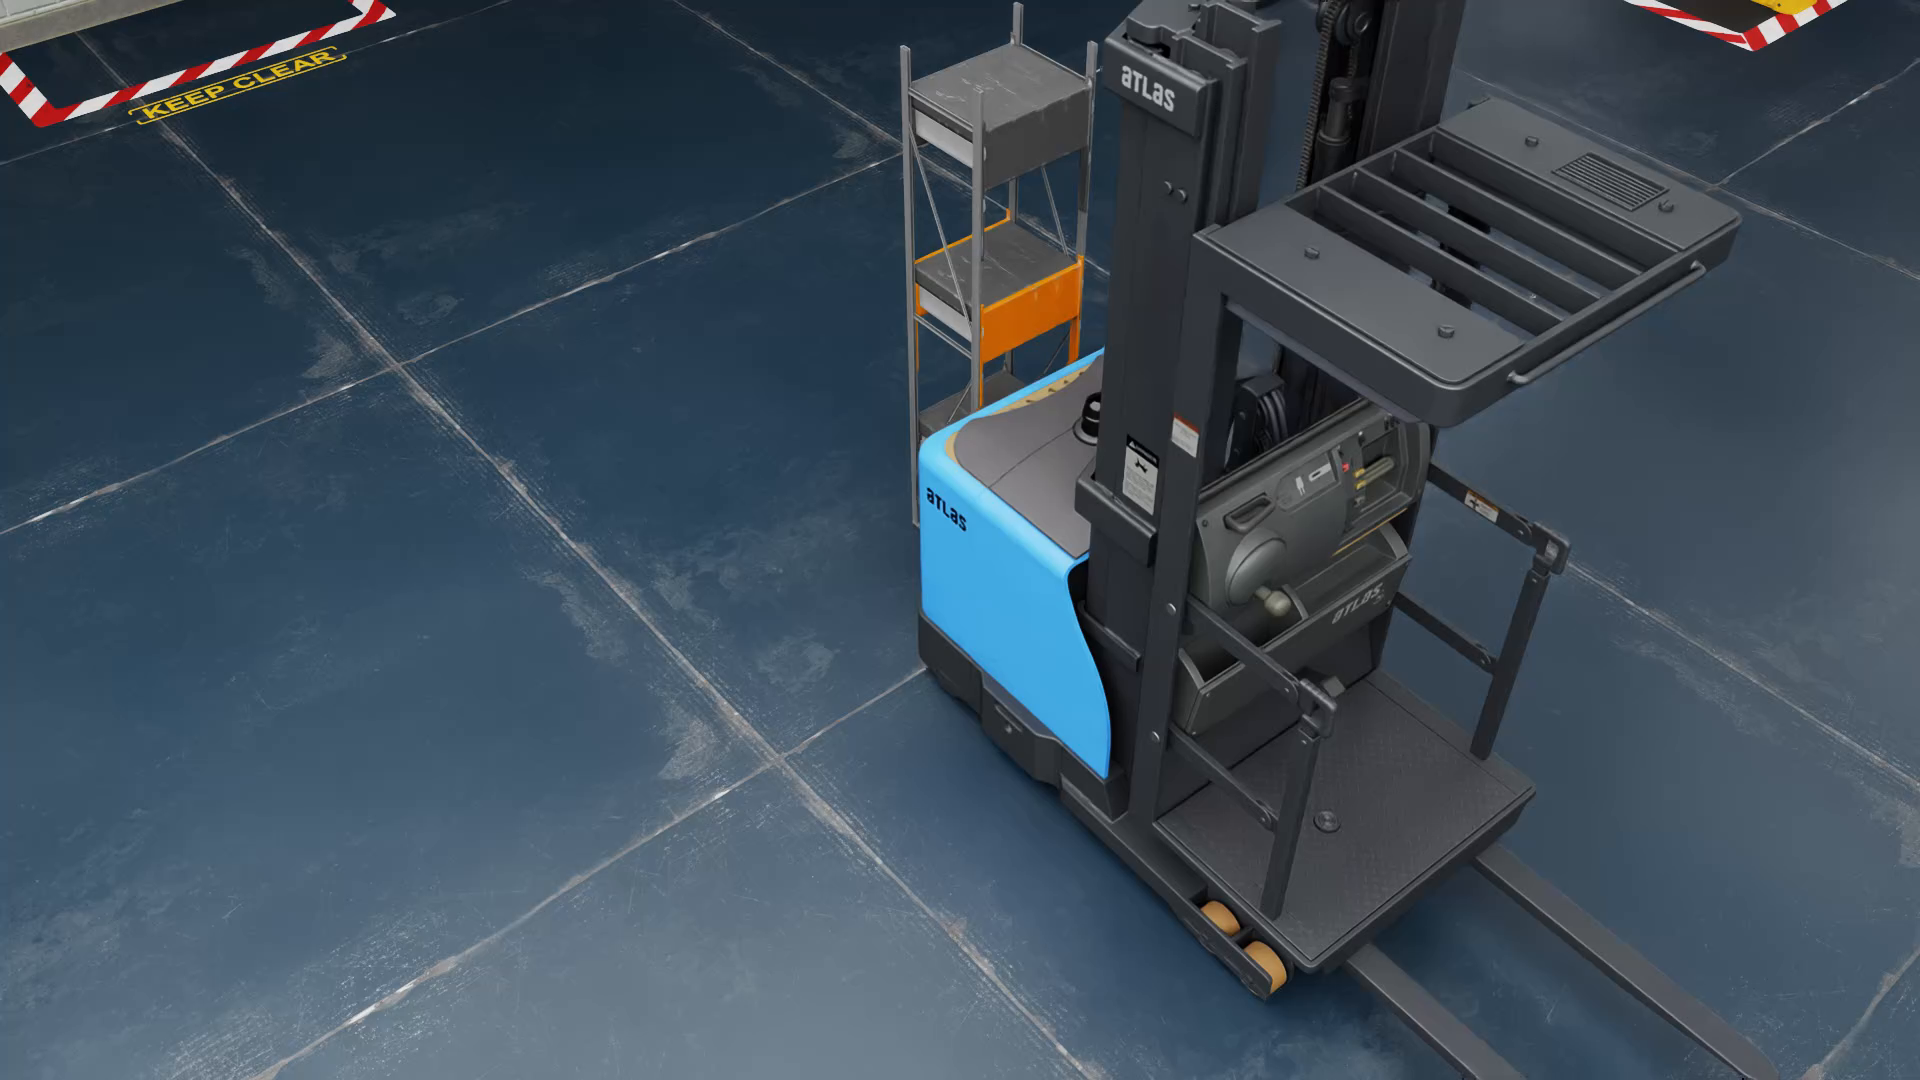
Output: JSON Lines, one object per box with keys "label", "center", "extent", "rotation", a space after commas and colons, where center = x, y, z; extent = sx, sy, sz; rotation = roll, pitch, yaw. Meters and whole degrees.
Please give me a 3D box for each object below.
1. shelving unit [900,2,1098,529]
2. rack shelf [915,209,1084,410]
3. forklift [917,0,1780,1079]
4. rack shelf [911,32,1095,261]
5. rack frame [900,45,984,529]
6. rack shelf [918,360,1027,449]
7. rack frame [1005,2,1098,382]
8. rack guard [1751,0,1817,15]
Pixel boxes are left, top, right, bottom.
{"label": "shelving unit", "center": [0.127, -0.838, 6.109], "extent": [0.503, 2.100, 0.431], "rotation": [-30, 51, -28]}
{"label": "rack shelf", "center": [0.127, -0.828, 6.118], "extent": [0.480, 0.518, 0.431], "rotation": [-30, 51, -28]}
{"label": "forklift", "center": [1.156, -0.031, 4.642], "extent": [1.130, 2.935, 3.031], "rotation": [-29, 50, -27]}
{"label": "rack shelf", "center": [0.127, -1.338, 5.639], "extent": [0.480, 0.518, 0.431], "rotation": [-30, 51, -28]}
{"label": "rack frame", "center": [-0.060, -0.731, 5.994], "extent": [0.015, 2.100, 0.400], "rotation": [-30, 51, -28]}
{"label": "rack shelf", "center": [0.127, -0.318, 6.597], "extent": [0.480, 0.518, 0.431], "rotation": [-30, 51, -28]}
{"label": "rack frame", "center": [0.314, -0.945, 6.223], "extent": [0.015, 2.100, 0.400], "rotation": [-30, 51, -28]}
{"label": "rack guard", "center": [4.832, -3.758, 10.387], "extent": [0.348, 0.500, 1.175], "rotation": [-30, 51, -28]}
